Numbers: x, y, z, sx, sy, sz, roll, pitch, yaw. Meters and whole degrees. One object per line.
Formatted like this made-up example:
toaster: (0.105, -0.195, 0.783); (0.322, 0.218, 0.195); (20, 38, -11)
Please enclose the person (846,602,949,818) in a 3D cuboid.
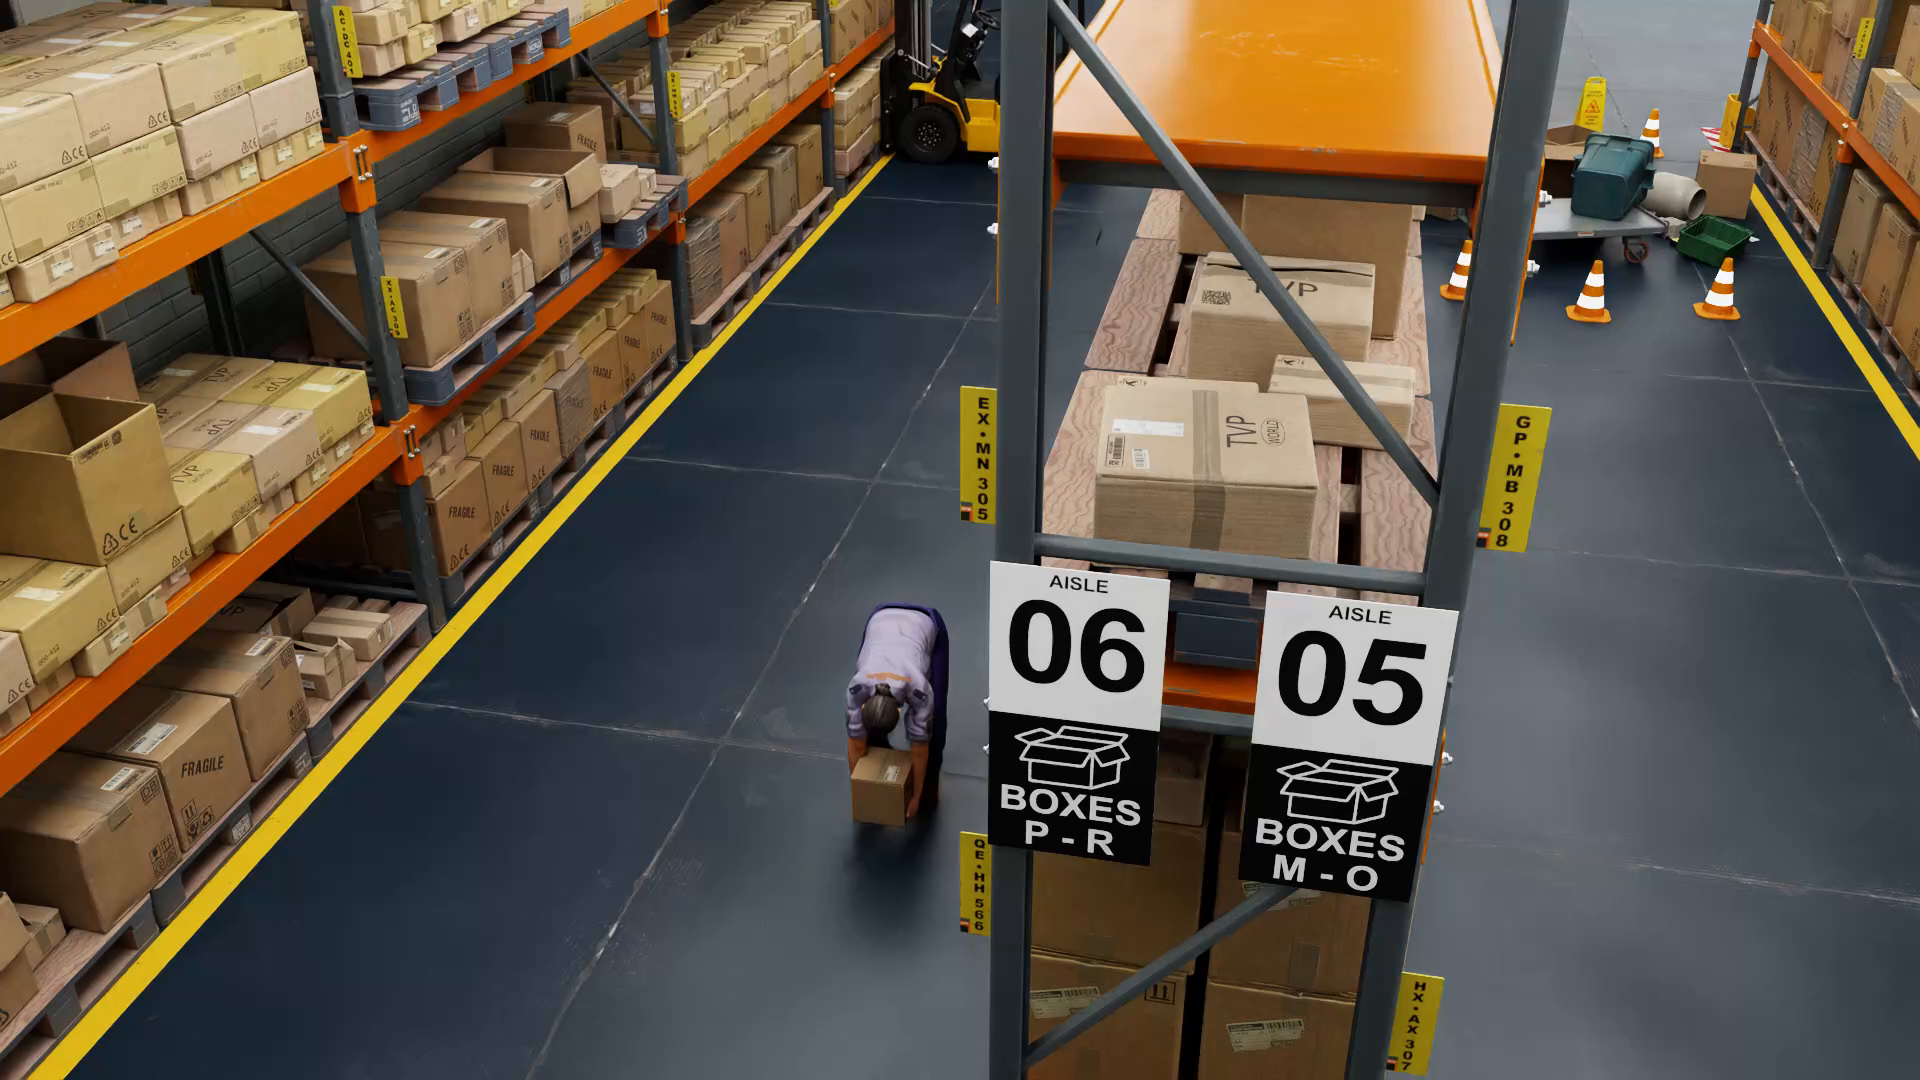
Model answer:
person: (-0.305, 0.859, 7.793); (0.480, 0.956, 0.907); (5, 29, 8)
